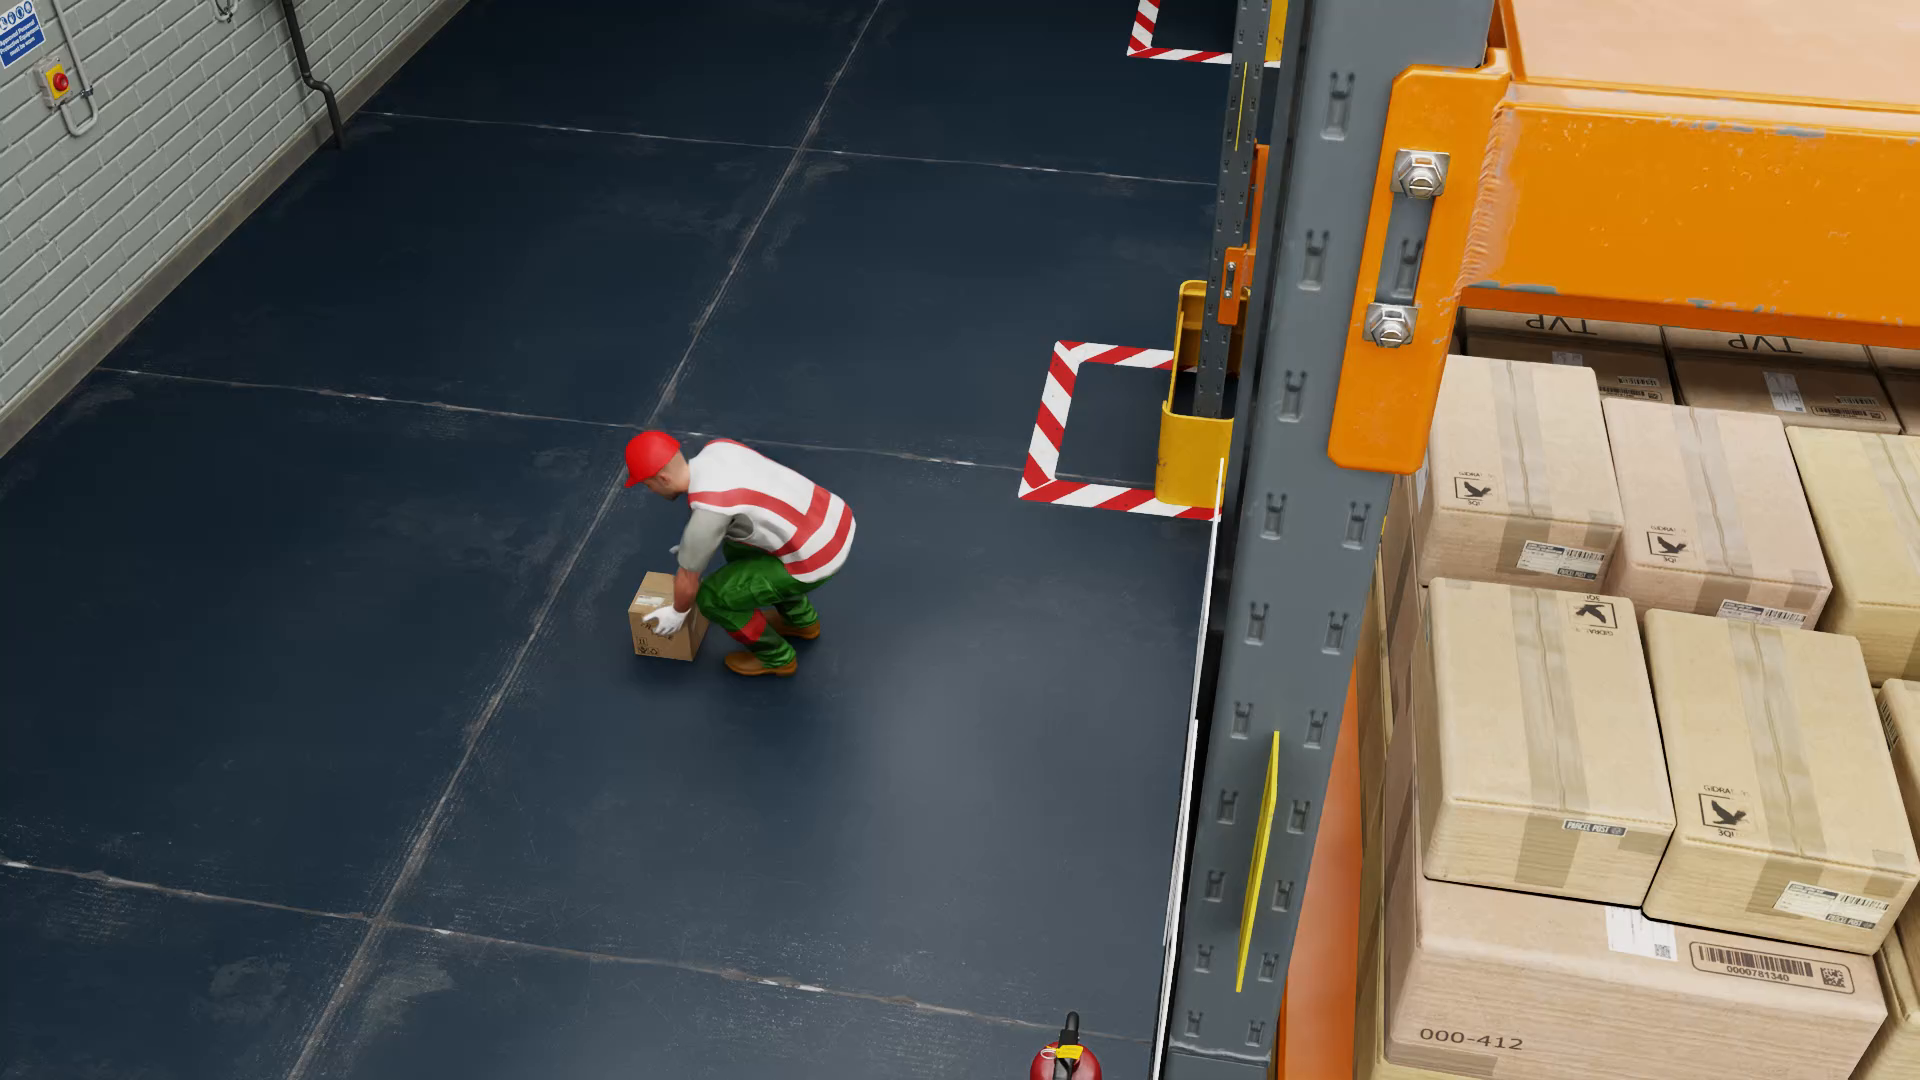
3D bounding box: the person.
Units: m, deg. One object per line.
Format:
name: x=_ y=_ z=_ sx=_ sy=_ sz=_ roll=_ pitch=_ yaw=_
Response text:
person: x=-0.917 y=0.187 z=6.771 sx=0.921 sy=0.881 sz=0.546 roll=6 pitch=41 yaw=7
